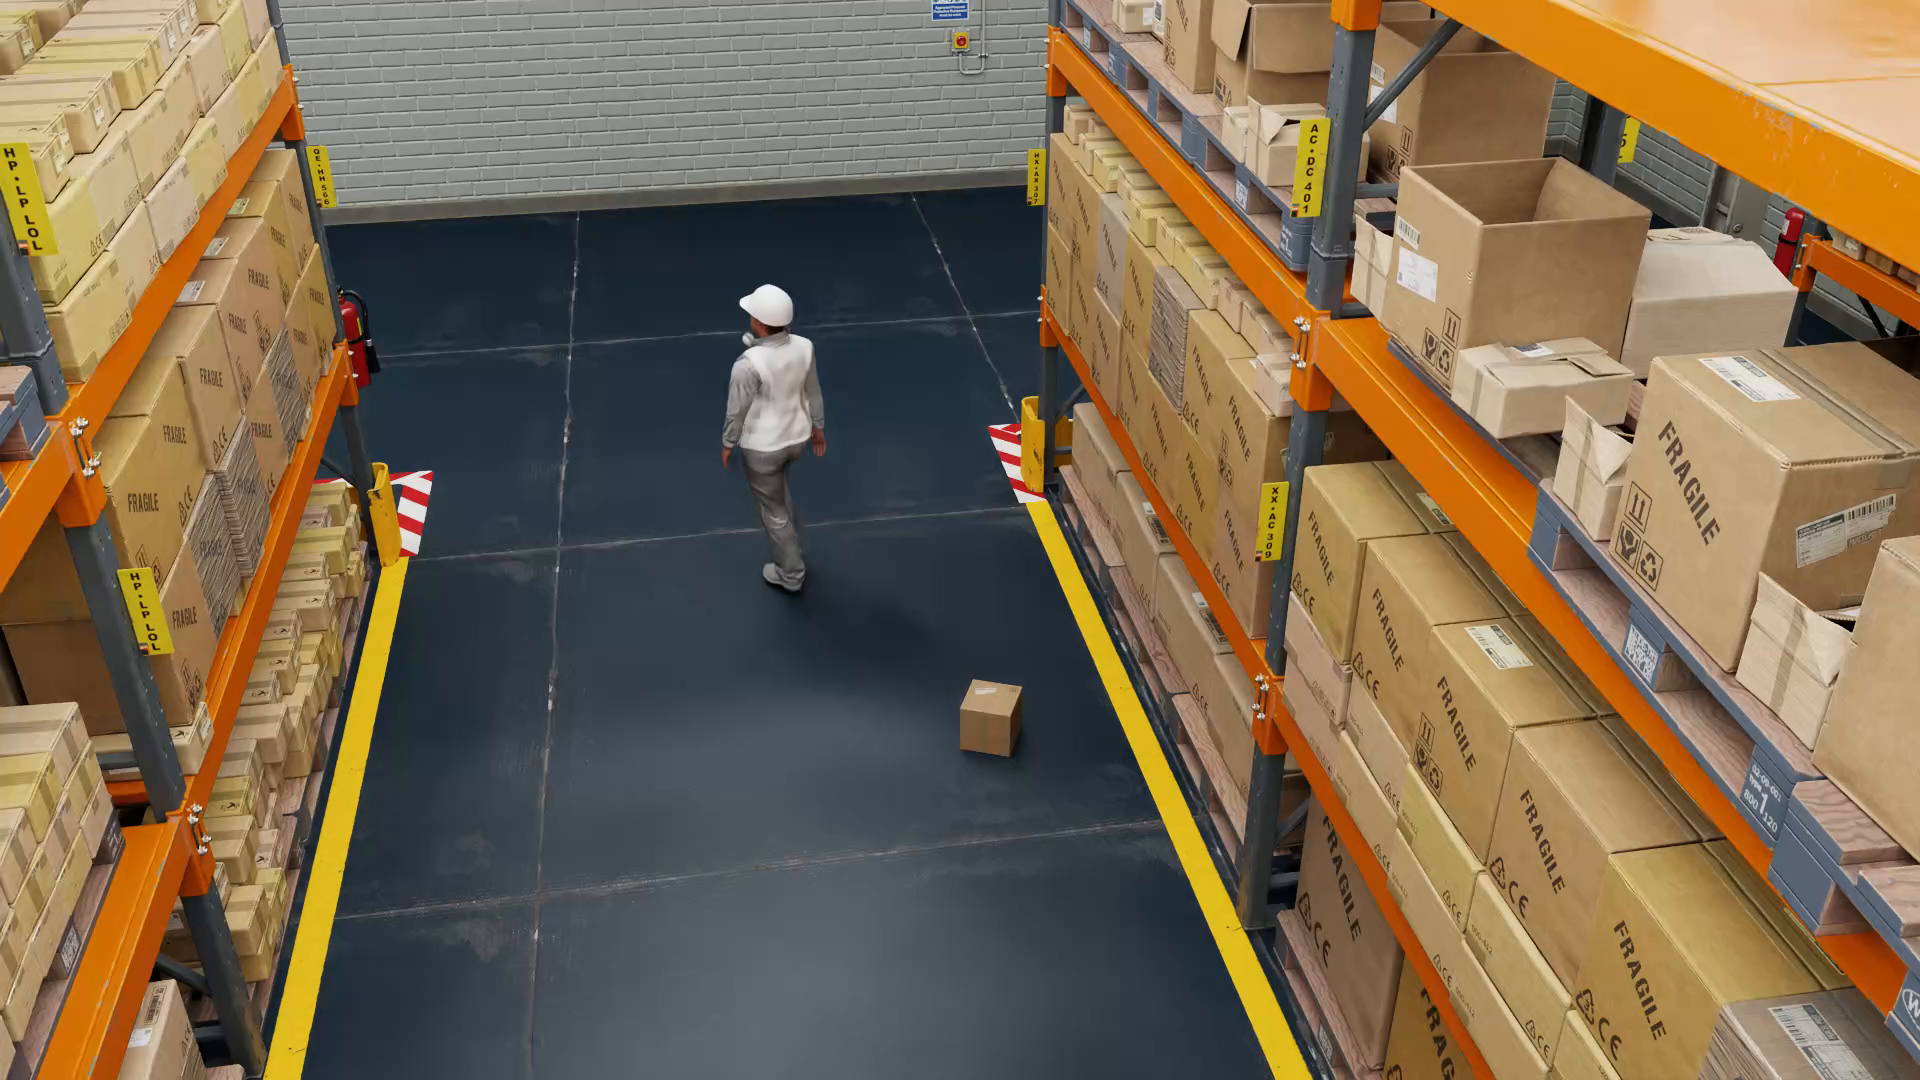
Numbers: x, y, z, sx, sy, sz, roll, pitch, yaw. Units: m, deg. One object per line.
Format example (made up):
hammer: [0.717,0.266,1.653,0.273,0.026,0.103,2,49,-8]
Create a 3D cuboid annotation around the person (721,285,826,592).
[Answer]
person: [-1.045,-0.547,9.036,0.524,1.814,0.576,25,39,36]
